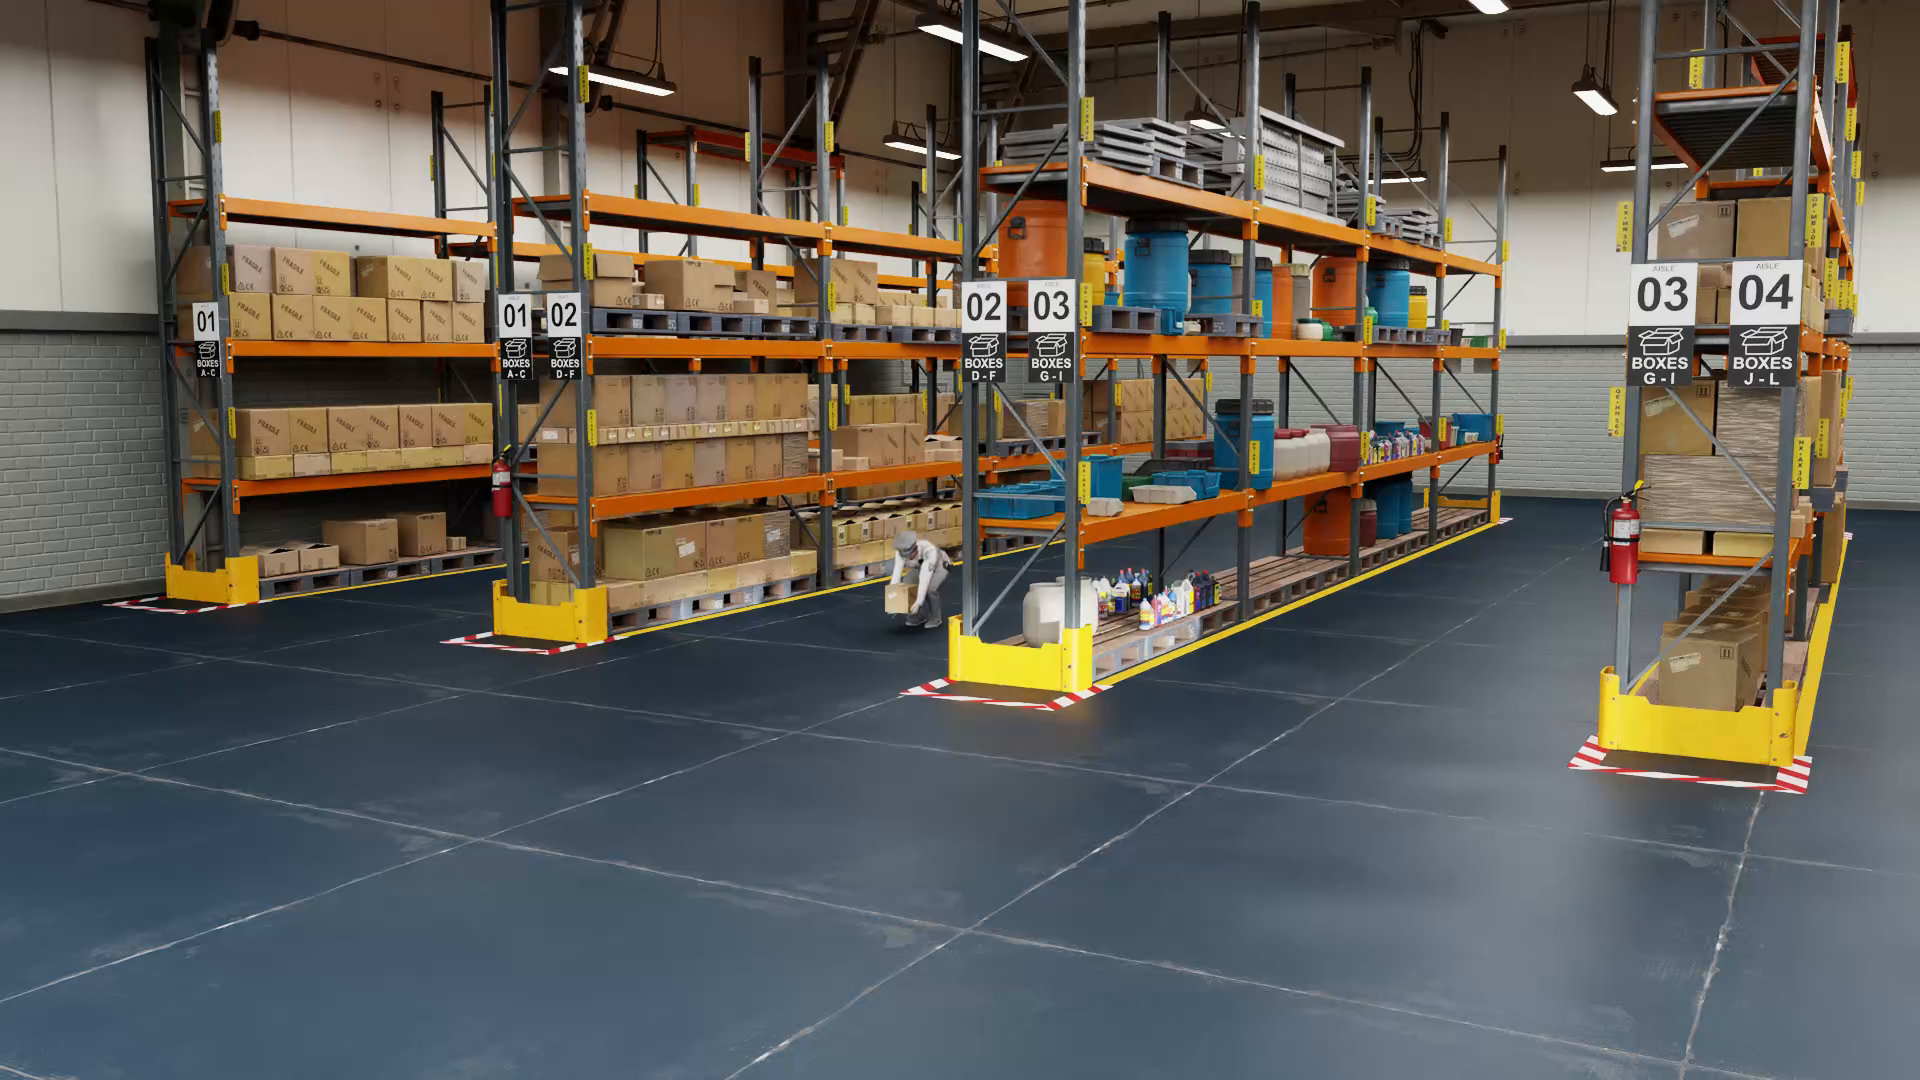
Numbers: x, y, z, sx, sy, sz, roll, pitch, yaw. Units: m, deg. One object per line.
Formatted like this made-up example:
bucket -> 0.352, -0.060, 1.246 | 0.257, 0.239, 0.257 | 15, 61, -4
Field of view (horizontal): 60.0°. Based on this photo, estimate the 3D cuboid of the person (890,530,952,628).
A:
person -> -0.398, 0.368, 16.168 | 0.457, 0.983, 0.882 | 3, 7, 27
